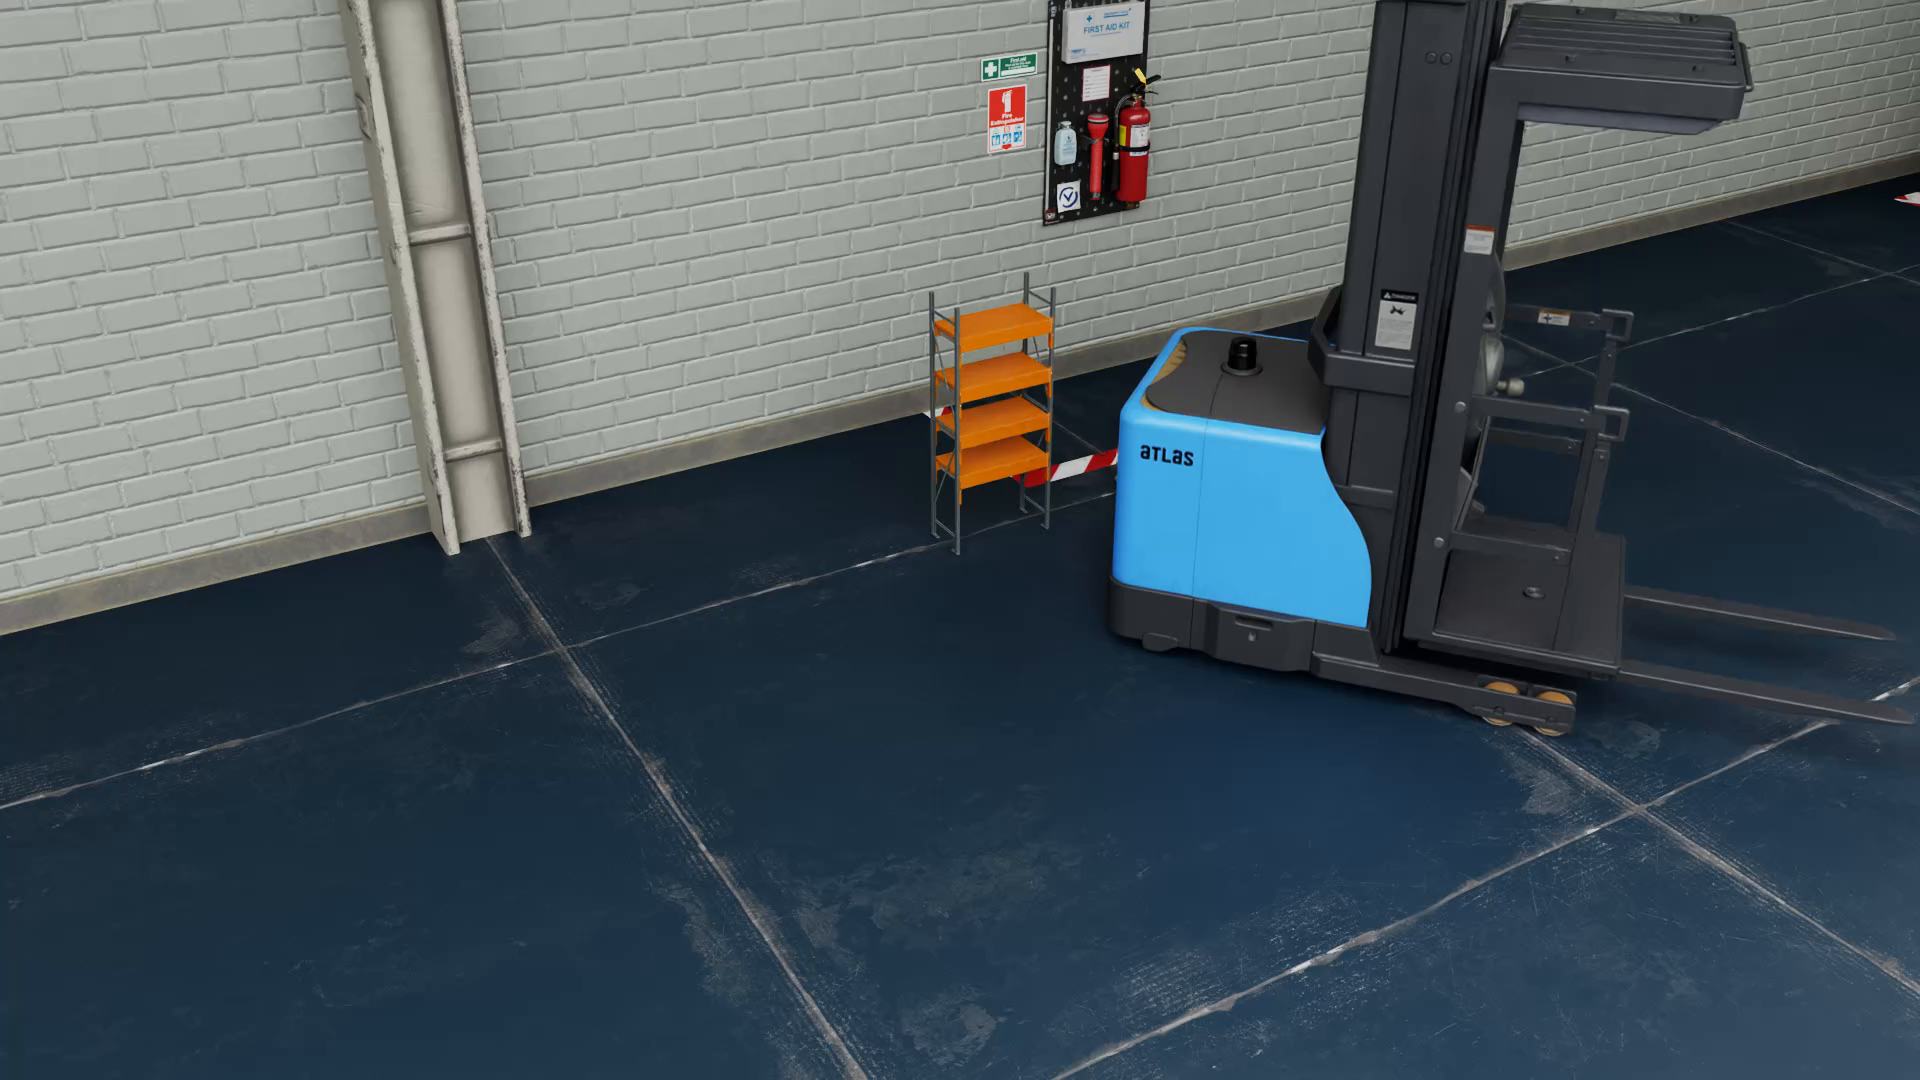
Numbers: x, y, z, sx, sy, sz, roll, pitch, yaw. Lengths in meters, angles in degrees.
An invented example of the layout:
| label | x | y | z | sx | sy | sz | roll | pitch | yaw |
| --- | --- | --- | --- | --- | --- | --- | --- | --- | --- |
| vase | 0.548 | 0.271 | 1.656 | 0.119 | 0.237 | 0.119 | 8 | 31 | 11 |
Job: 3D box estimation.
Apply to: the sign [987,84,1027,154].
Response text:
| label | x | y | z | sx | sy | sz | roll | pitch | yaw |
| --- | --- | --- | --- | --- | --- | --- | --- | --- | --- |
| sign | 0.241 | -2.157 | 8.518 | 0.234 | 0.329 | 0.001 | -16 | 33 | -26 |

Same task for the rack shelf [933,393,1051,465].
| label | x | y | z | sx | sy | sz | roll | pitch | yaw |
| --- | --- | --- | --- | --- | --- | --- | --- | --- | --- |
| rack shelf | 0.143 | -0.507 | 7.566 | 0.480 | 0.148 | 0.258 | -16 | 33 | -26 |

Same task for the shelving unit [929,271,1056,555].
| label | x | y | z | sx | sy | sz | roll | pitch | yaw |
| --- | --- | --- | --- | --- | --- | --- | --- | --- | --- |
| shelving unit | 0.143 | -0.566 | 7.534 | 0.503 | 1.200 | 0.258 | -16 | 33 | -26 |

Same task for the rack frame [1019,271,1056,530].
| label | x | y | z | sx | sy | sz | roll | pitch | yaw |
| --- | --- | --- | --- | --- | --- | --- | --- | --- | --- |
| rack frame | 0.353 | -0.626 | 7.642 | 0.015 | 1.200 | 0.240 | -16 | 33 | -26 |

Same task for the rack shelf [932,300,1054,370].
| label | x | y | z | sx | sy | sz | roll | pitch | yaw |
| --- | --- | --- | --- | --- | --- | --- | --- | --- | --- |
| rack shelf | 0.143 | -0.910 | 7.344 | 0.480 | 0.148 | 0.258 | -16 | 33 | -26 |

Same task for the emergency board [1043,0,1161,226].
| label | x | y | z | sx | sy | sz | roll | pitch | yaw |
| --- | --- | --- | --- | --- | --- | --- | --- | --- | --- |
| emergency board | 0.770 | -2.234 | 8.694 | 0.643 | 1.169 | 0.194 | -16 | 33 | -26 |

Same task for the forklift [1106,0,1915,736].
| label | x | y | z | sx | sy | sz | roll | pitch | yaw |
| --- | --- | --- | --- | --- | --- | --- | --- | --- | --- |
| forklift | 2.184 | -0.822 | 6.206 | 3.031 | 2.935 | 1.130 | 10 | 30 | 18 |

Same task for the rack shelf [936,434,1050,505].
| label | x | y | z | sx | sy | sz | roll | pitch | yaw |
| --- | --- | --- | --- | --- | --- | --- | --- | --- | --- |
| rack shelf | 0.143 | -0.333 | 7.662 | 0.480 | 0.148 | 0.258 | -16 | 33 | -26 |

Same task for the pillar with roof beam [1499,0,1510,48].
| label | x | y | z | sx | sy | sz | roll | pitch | yaw |
| --- | --- | --- | --- | --- | --- | --- | --- | --- | --- |
| pillar with roof beam | 5.101 | -3.656 | 5.062 | 0.400 | 9.000 | 9.100 | -16 | 33 | -26 |

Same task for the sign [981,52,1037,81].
| label | x | y | z | sx | sy | sz | roll | pitch | yaw |
| --- | --- | --- | --- | --- | --- | --- | --- | --- | --- |
| sign | 0.250 | -2.387 | 8.385 | 0.331 | 0.109 | 0.001 | -16 | 33 | -26 |

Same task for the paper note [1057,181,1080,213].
| label | x | y | z | sx | sy | sz | roll | pitch | yaw |
| --- | --- | --- | --- | --- | --- | --- | --- | --- | --- |
| paper note | 0.583 | -1.834 | 8.880 | 0.142 | 0.148 | 0.016 | -16 | 33 | -26 |

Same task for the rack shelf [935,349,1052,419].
| label | x | y | z | sx | sy | sz | roll | pitch | yaw |
| --- | --- | --- | --- | --- | --- | --- | --- | --- | --- |
| rack shelf | 0.143 | -0.703 | 7.458 | 0.480 | 0.148 | 0.258 | -16 | 33 | -26 |

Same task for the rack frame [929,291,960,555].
| label | x | y | z | sx | sy | sz | roll | pitch | yaw |
| --- | --- | --- | --- | --- | --- | --- | --- | --- | --- |
| rack frame | -0.068 | -0.506 | 7.425 | 0.015 | 1.200 | 0.240 | -16 | 33 | -26 |

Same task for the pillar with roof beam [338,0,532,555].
| label | x | y | z | sx | sy | sz | roll | pitch | yaw |
| --- | --- | --- | --- | --- | --- | --- | --- | --- | --- |
| pillar with roof beam | -0.072 | -2.188 | 2.400 | 0.400 | 9.000 | 9.100 | -16 | 33 | -26 |
